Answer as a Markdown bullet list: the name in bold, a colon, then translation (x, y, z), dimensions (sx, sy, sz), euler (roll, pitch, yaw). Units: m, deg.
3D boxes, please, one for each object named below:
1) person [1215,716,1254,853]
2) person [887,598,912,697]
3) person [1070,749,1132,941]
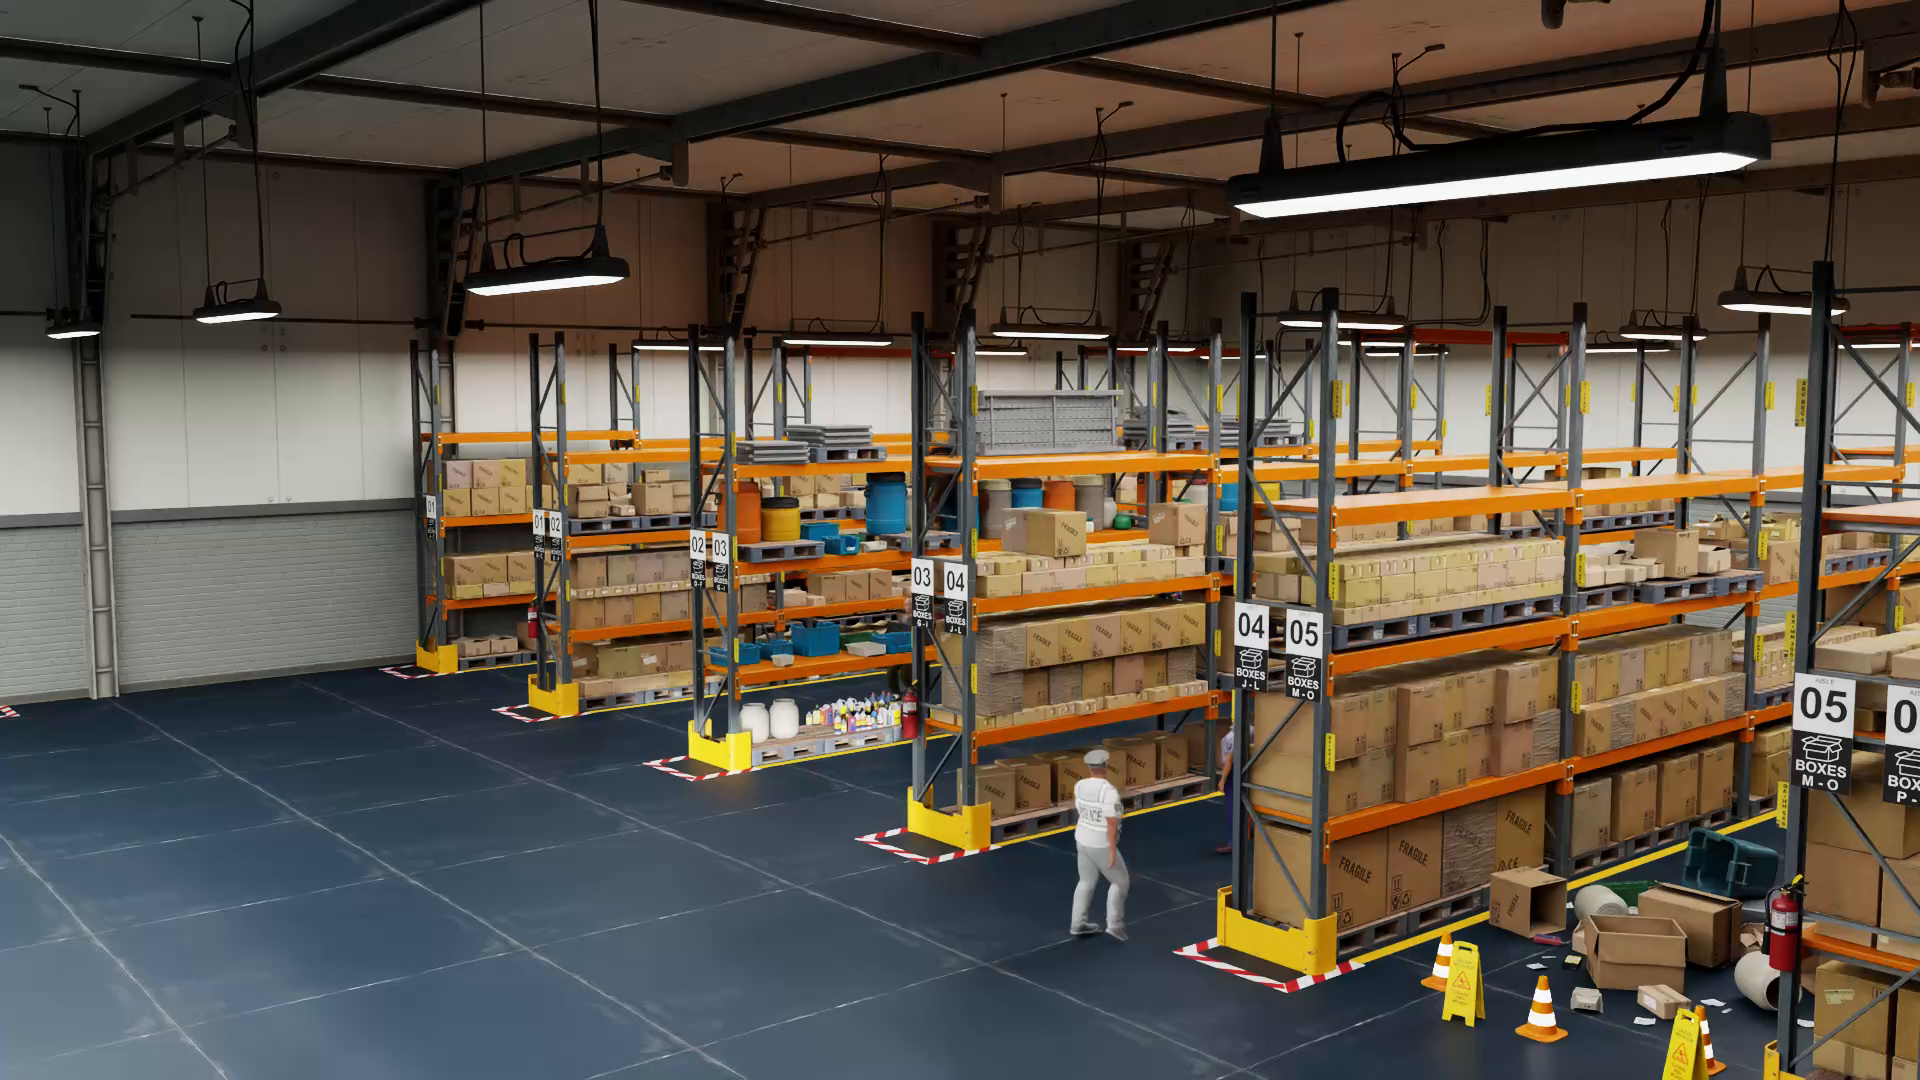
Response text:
- **person**: translation (3.083, 2.653, 18.524), dimensions (0.369, 1.688, 0.554), euler (2, 6, 23)
- **person**: translation (-0.912, 1.856, 26.699), dimensions (0.637, 1.845, 0.624), euler (4, 7, 39)
- **person**: translation (1.323, 2.875, 15.549), dimensions (0.568, 1.850, 0.589), euler (-2, 6, -20)
